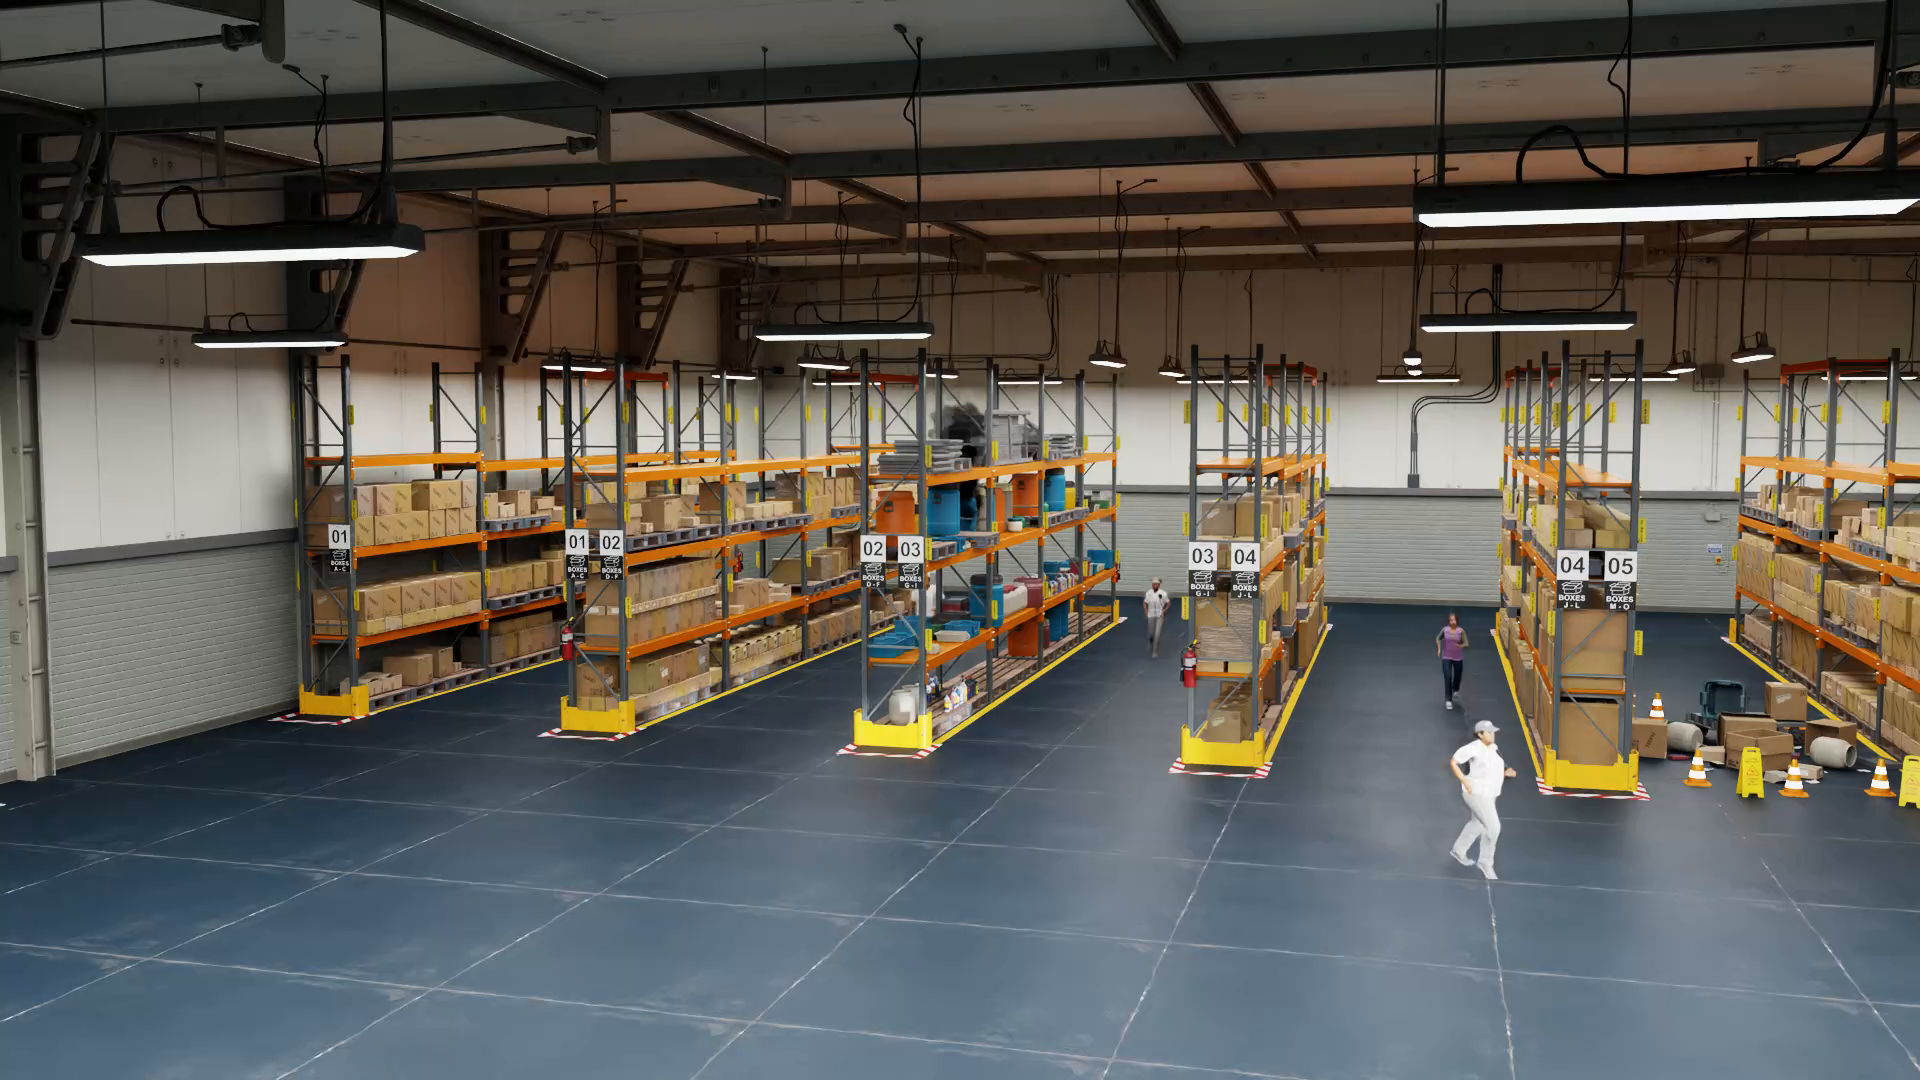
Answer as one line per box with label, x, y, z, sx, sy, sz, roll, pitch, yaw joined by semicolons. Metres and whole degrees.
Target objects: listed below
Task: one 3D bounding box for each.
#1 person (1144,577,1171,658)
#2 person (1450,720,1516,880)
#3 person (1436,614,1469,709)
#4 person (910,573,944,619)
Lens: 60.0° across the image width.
person;4.092;1.594;34.543;0.576;1.678;0.589;1;4;14
person;5.697;2.824;18.183;0.584;1.728;0.752;-4;6;-44
person;8.429;2.050;28.480;0.537;1.585;0.894;1;4;15
person;-0.665;1.477;31.894;0.674;1.754;0.538;1;5;19
